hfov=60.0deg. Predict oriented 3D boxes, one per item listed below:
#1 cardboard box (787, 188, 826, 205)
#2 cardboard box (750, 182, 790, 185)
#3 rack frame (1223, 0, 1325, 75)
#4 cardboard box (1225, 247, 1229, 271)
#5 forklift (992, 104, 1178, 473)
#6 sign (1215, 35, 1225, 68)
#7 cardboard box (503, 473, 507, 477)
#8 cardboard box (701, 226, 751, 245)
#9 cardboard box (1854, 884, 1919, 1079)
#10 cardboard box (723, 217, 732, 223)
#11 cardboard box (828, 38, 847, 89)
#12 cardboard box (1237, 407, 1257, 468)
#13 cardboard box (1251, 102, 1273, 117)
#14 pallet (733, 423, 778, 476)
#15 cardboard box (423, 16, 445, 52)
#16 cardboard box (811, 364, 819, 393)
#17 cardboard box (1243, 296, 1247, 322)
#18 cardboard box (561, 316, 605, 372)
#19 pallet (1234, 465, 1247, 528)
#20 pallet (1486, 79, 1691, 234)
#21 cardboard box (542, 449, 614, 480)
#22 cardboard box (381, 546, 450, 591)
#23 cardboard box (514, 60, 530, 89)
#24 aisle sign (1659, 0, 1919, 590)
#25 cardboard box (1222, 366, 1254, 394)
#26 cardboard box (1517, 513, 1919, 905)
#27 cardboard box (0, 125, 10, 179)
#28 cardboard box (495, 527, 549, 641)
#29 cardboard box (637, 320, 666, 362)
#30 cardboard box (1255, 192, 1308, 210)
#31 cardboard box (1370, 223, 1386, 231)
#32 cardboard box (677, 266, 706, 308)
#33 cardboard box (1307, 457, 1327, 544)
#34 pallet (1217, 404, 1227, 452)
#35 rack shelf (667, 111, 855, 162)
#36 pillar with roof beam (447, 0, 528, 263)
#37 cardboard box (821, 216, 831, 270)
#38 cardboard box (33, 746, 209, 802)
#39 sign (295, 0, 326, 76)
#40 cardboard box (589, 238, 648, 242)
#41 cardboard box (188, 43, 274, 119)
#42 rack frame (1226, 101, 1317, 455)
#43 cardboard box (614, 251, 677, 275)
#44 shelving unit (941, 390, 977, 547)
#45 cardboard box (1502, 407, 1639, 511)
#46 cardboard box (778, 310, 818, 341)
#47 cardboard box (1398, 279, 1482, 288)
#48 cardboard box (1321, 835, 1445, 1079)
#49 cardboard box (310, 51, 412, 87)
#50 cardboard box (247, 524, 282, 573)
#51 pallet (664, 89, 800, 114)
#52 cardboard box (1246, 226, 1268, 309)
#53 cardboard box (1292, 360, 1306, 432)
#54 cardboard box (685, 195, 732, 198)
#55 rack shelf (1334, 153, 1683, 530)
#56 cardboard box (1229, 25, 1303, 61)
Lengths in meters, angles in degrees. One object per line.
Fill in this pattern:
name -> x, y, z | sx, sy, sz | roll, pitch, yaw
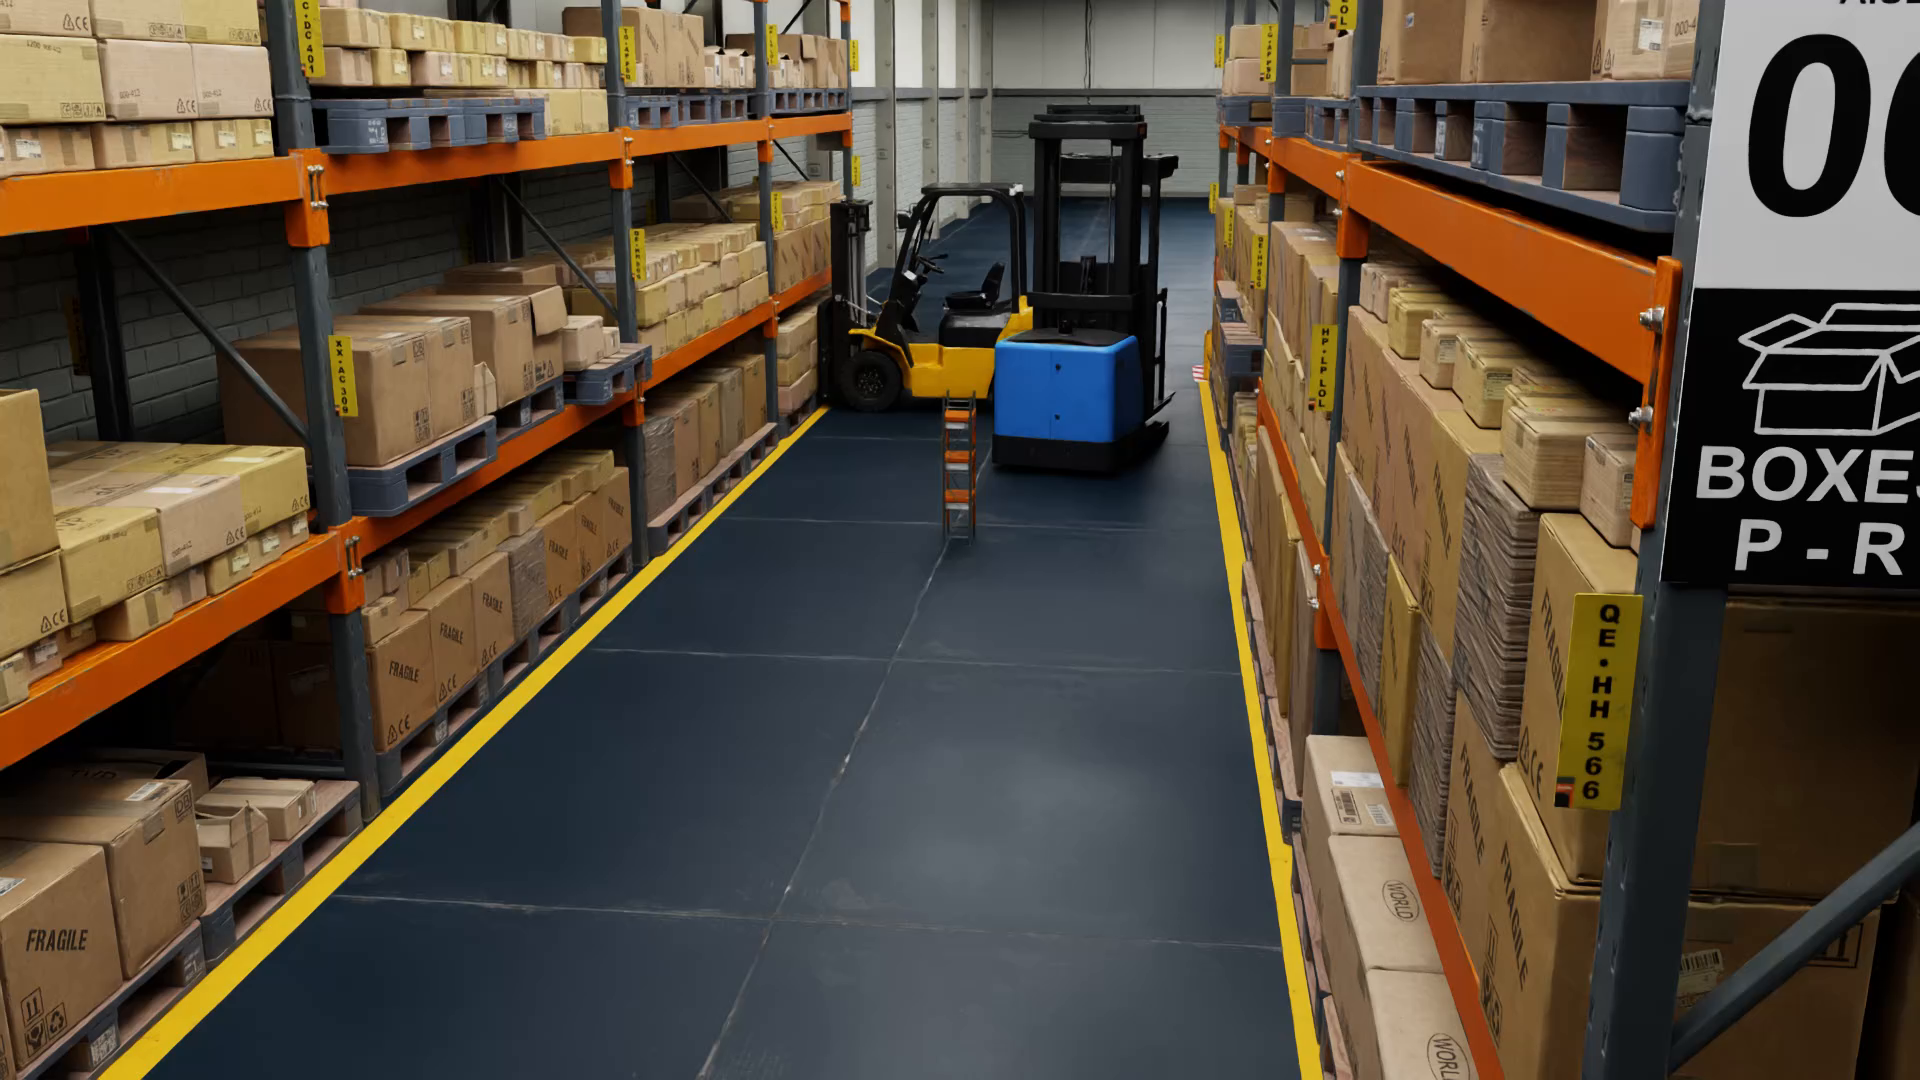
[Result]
cardboard box -> -1.549, -3.440, 16.634 | 0.380, 0.149, 0.250 | 2, 15, 7
cardboard box -> -2.016, -3.725, 17.688 | 0.380, 0.149, 0.250 | 2, 15, 8
rack frame -> 3.259, -6.119, 17.052 | 1.000, 3.000, 0.127 | 2, 15, 6
cardboard box -> 2.716, -2.768, 15.392 | 0.500, 0.500, 0.500 | 2, 15, 8
forklift -> 1.251, -2.305, 14.569 | 1.130, 2.935, 3.031 | 5, 16, 19
sign -> 2.720, -5.109, 17.388 | 0.100, 0.325, 0.005 | 2, 15, 6
cardboard box -> -3.001, -0.408, 10.167 | 0.380, 0.149, 0.250 | 2, 15, 8
cardboard box -> -1.954, -2.530, 13.836 | 0.380, 0.149, 0.250 | 1, 15, 5
cardboard box -> 1.793, 0.762, 2.904 | 0.500, 0.500, 0.500 | 2, 15, 6
cardboard box -> -2.312, -2.917, 15.271 | 0.380, 0.149, 0.250 | 2, 15, 8
cardboard box -> -1.481, -4.993, 17.448 | 0.500, 0.500, 0.500 | 2, 15, 8
cardboard box -> 2.673, -0.797, 13.093 | 0.950, 0.372, 0.625 | 3, 15, 10
cardboard box -> 2.539, -3.603, 13.976 | 0.380, 0.149, 0.250 | 2, 15, 7
pallet -> -2.169, -0.792, 14.188 | 1.003, 0.211, 1.213 | 2, 15, 6
cardboard box -> -2.525, -2.245, 7.387 | 0.380, 0.149, 0.250 | 1, 15, 5
cardboard box -> -1.657, -1.588, 16.250 | 0.500, 0.250, 0.500 | 2, 15, 7
cardboard box -> 2.155, -1.597, 11.497 | 0.380, 0.149, 0.250 | 2, 15, 7
cardboard box -> -2.374, -1.140, 9.616 | 0.500, 0.250, 0.500 | 1, 15, 4
pallet -> 2.586, -0.320, 12.442 | 1.003, 0.211, 1.213 | 2, 15, 6
pallet -> 1.527, -0.671, 2.821 | 1.003, 0.211, 1.213 | 2, 15, 6
cardboard box -> -2.380, -0.467, 10.384 | 0.380, 0.149, 0.250 | 1, 15, 4
cardboard box -> -2.733, 0.137, 8.150 | 0.380, 0.149, 0.250 | 1, 15, 5
cardboard box -> -2.543, -2.499, 8.936 | 0.380, 0.149, 0.250 | 2, 15, 7
aisle sign -> 1.137, -0.319, 2.114 | 0.394, 0.787, 0.004 | 2, 15, 6
cardboard box -> 2.608, -1.584, 14.801 | 0.500, 0.500, 0.500 | 1, 15, 5
cardboard box -> 1.271, 0.264, 2.833 | 0.500, 0.500, 0.500 | 2, 15, 8
cardboard box -> -2.919, -1.081, 4.646 | 0.380, 0.149, 0.250 | 2, 15, 7
cardboard box -> -2.574, 0.227, 9.060 | 0.500, 0.500, 0.500 | 1, 15, 4
cardboard box -> -2.283, -1.329, 11.117 | 0.500, 0.250, 0.500 | 2, 15, 6
cardboard box -> 2.383, -2.497, 12.341 | 0.380, 0.149, 0.250 | 3, 15, 9
cardboard box -> 2.558, -1.537, 9.493 | 0.500, 0.500, 0.500 | 1, 15, 5
cardboard box -> -2.149, -1.835, 12.032 | 0.500, 0.250, 0.500 | 1, 15, 5
cardboard box -> 1.705, -0.162, 6.802 | 0.500, 0.250, 0.500 | 1, 15, 5
pallet -> 2.848, -1.015, 15.010 | 1.003, 0.211, 1.213 | 2, 15, 6
rack shelf -> -1.899, -3.950, 16.156 | 1.077, 0.370, 4.000 | 2, 15, 6
pillar with roof beam -> 0.953, -4.427, 10.795 | 9.100, 9.000, 0.400 | 2, 15, 6
cardboard box -> -1.593, -3.014, 16.870 | 0.500, 0.500, 0.500 | 1, 15, 5
cardboard box -> -3.337, 1.004, 6.550 | 0.500, 0.311, 0.500 | 2, 15, 8
sign -> -2.488, -1.939, 6.351 | 0.100, 0.325, 0.005 | 2, 15, 6
cardboard box -> -2.596, -2.213, 12.666 | 0.380, 0.149, 0.250 | 2, 15, 7
cardboard box -> -2.833, -1.643, 5.961 | 0.500, 0.250, 0.500 | 2, 15, 6
rack frame -> 2.807, -2.186, 13.998 | 1.000, 3.000, 0.127 | 2, 15, 6
cardboard box -> -2.198, -1.934, 11.632 | 0.380, 0.149, 0.250 | 2, 15, 7
shelving unit -> -0.006, -0.493, 11.474 | 0.215, 1.050, 0.252 | 2, 15, 6
cardboard box -> 1.245, -0.152, 3.129 | 0.380, 0.149, 0.250 | 2, 15, 6
cardboard box -> -1.646, -2.067, 16.106 | 0.500, 0.250, 0.500 | 2, 15, 8
cardboard box -> 1.611, -0.746, 5.325 | 0.380, 0.149, 0.250 | 2, 15, 6
cardboard box -> 1.627, 1.315, 5.155 | 0.875, 0.438, 0.875 | 1, 15, 5
cardboard box -> -2.604, -2.034, 7.177 | 0.380, 0.149, 0.250 | 2, 15, 7
cardboard box -> -2.821, 0.024, 6.309 | 0.380, 0.149, 0.250 | 2, 15, 8
pallet -> -2.054, -3.958, 14.976 | 1.003, 0.211, 1.213 | 2, 15, 6
cardboard box -> 2.179, -1.803, 11.018 | 0.500, 0.500, 0.500 | 1, 15, 5
cardboard box -> 1.814, -0.665, 7.706 | 0.500, 0.250, 0.500 | 2, 15, 8
cardboard box -> -2.337, -3.127, 15.476 | 0.380, 0.149, 0.250 | 1, 15, 5
rack shelf -> 1.679, -0.693, 4.109 | 1.077, 0.370, 4.000 | 2, 15, 6
cardboard box -> 2.297, -3.736, 12.510 | 0.500, 0.250, 0.500 | 1, 15, 5
